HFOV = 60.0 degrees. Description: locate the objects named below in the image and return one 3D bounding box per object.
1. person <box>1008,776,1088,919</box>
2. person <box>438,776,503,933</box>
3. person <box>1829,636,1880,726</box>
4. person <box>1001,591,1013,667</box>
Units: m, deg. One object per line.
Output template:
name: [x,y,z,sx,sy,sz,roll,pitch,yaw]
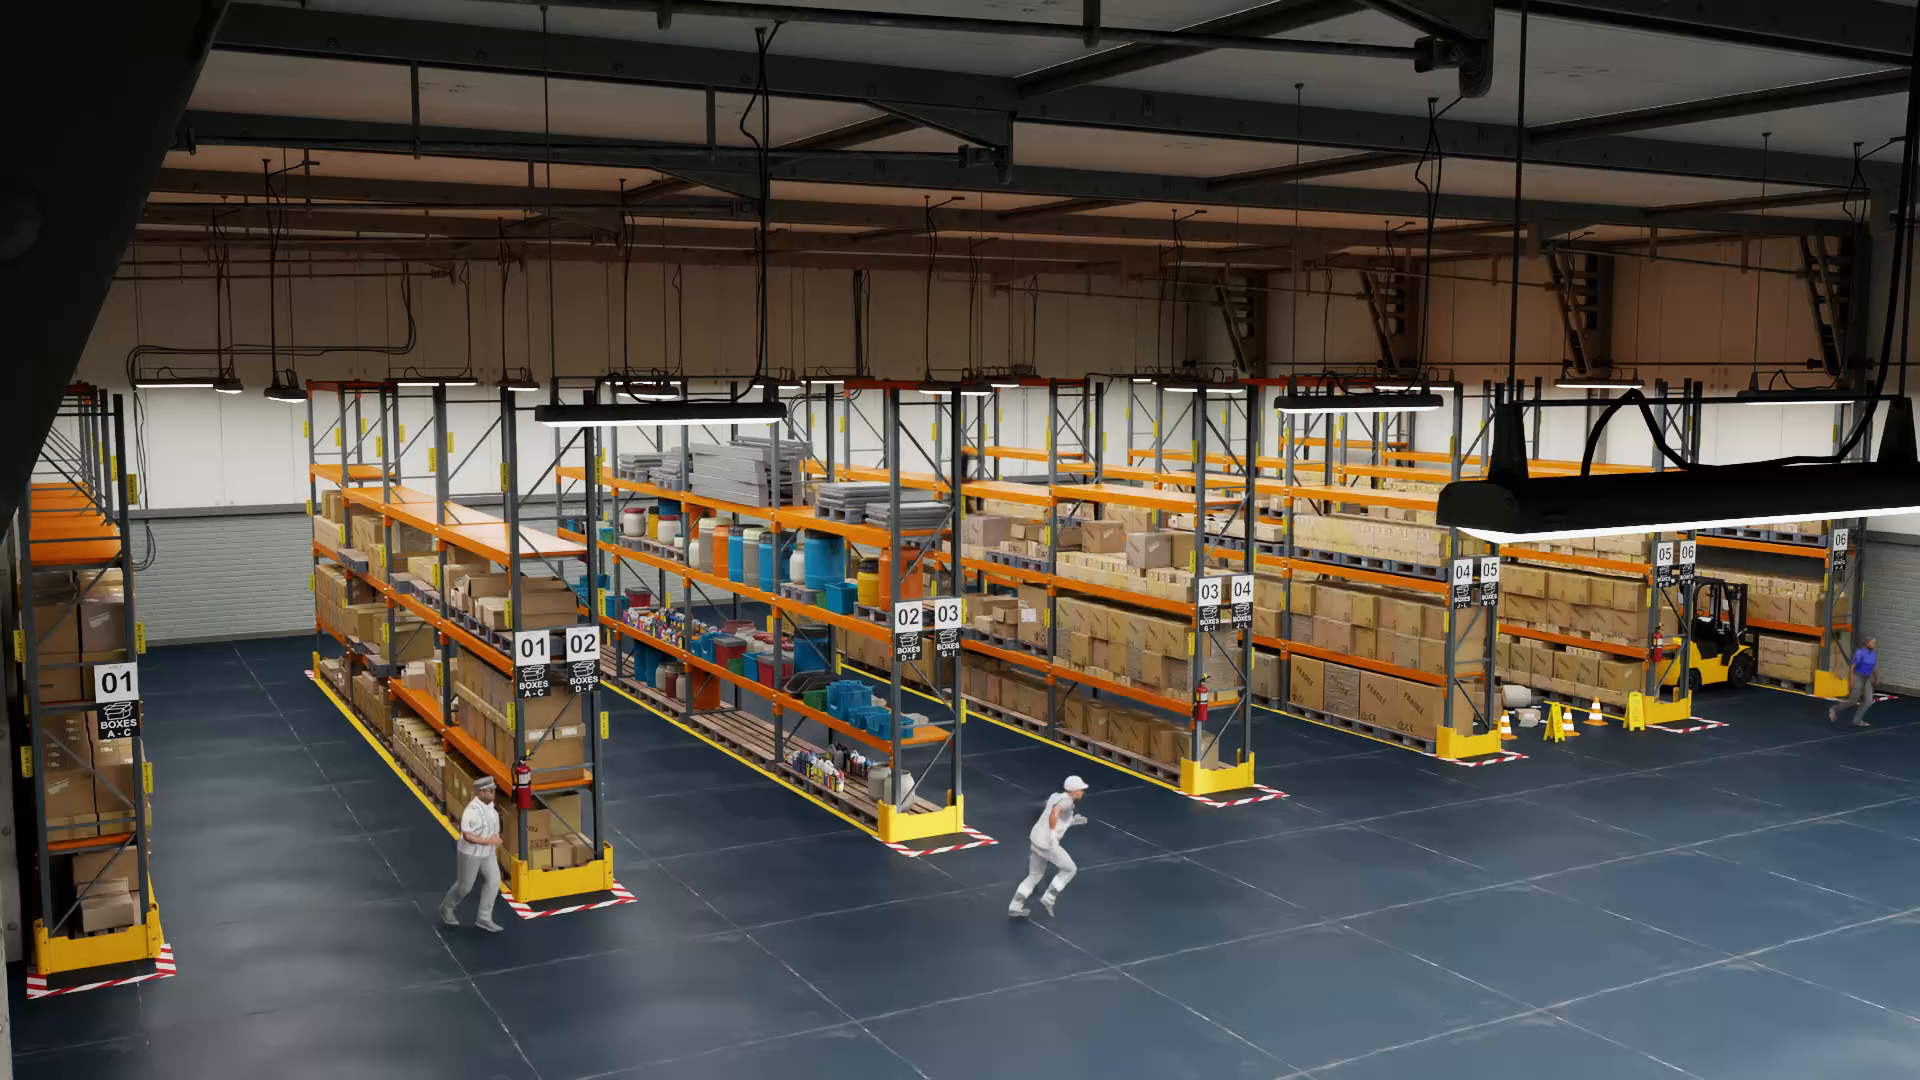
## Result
person: [1.029,3.515,18.895,0.966,1.646,0.710,-2,6,-14]
person: [-5.494,3.501,18.634,0.813,1.780,0.647,2,7,21]
person: [15.653,2.451,29.097,0.671,1.581,0.613,-3,7,-26]
person: [0.806,1.832,35.056,0.655,1.630,0.982,-5,8,-40]
